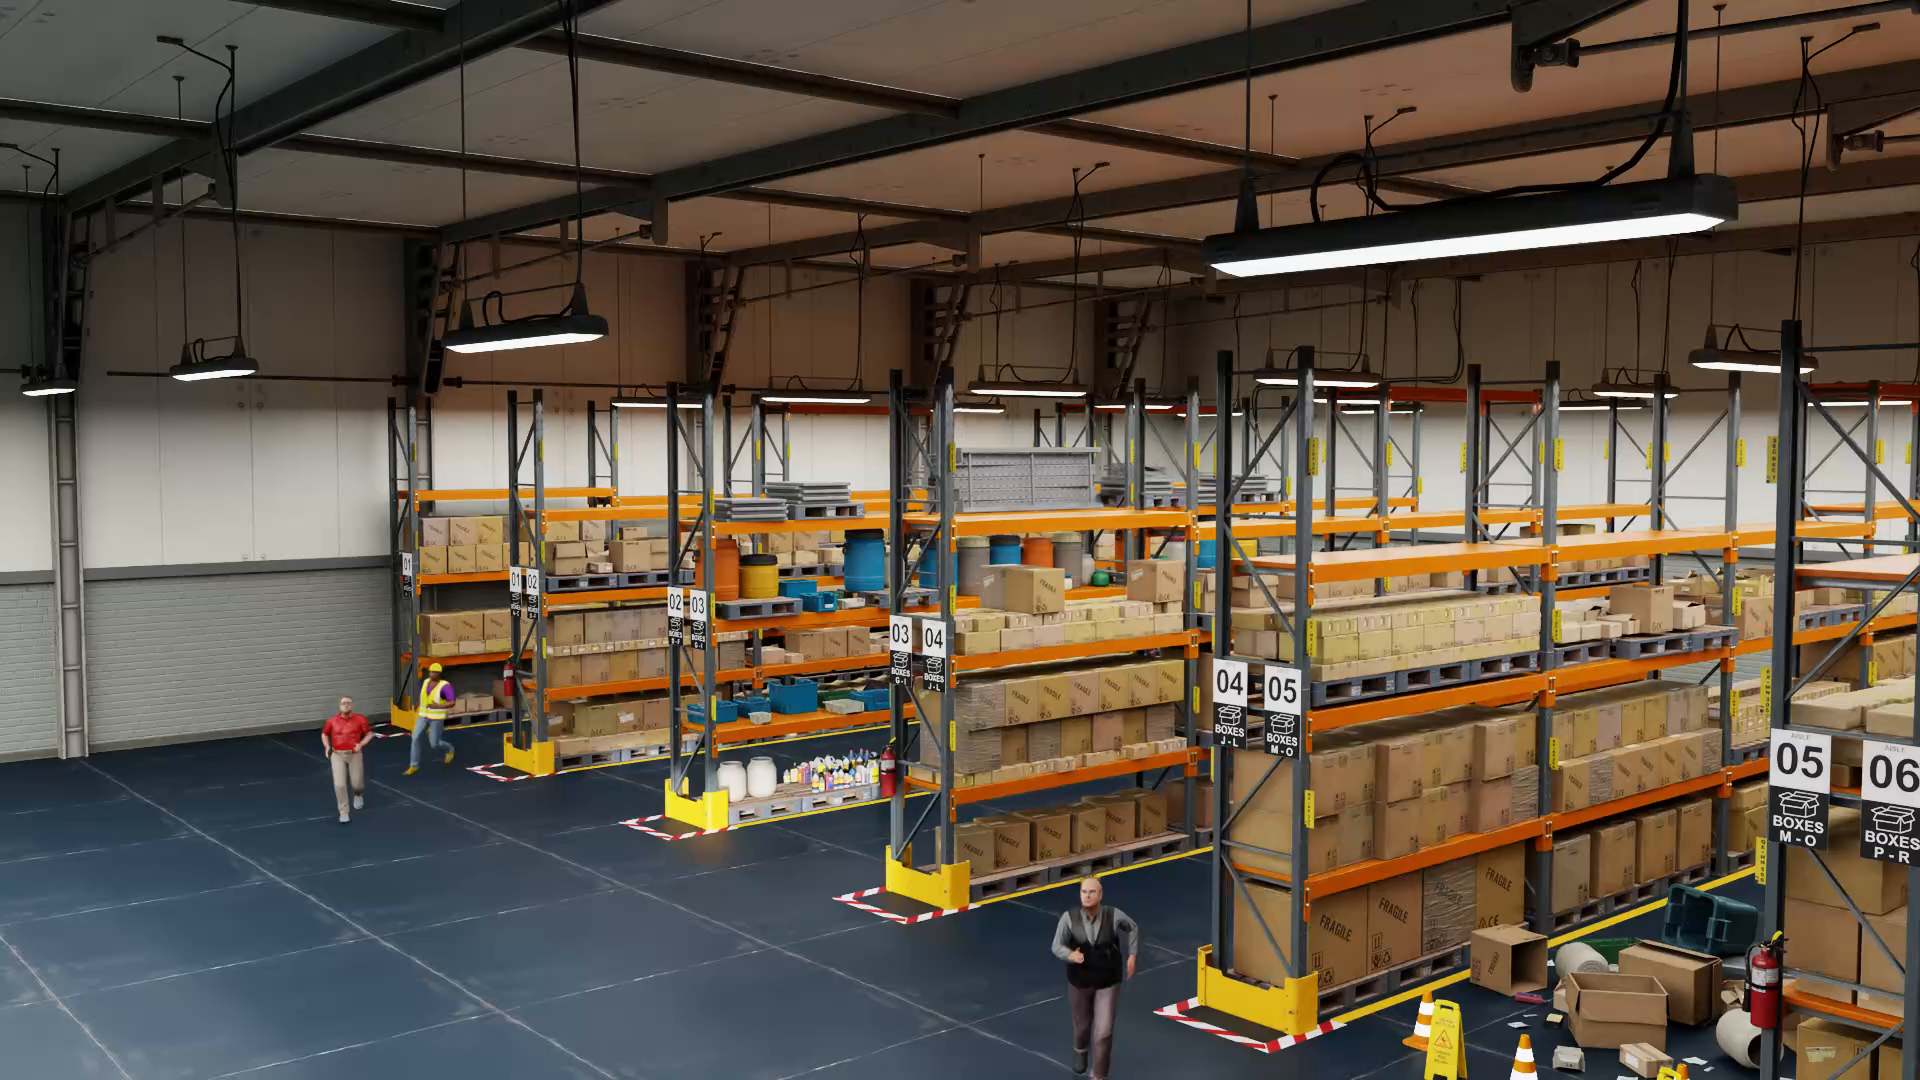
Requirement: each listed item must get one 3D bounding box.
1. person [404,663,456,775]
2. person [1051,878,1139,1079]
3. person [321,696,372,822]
[{"bbox_3d":[-8.279,2.795,26.188,0.731,1.728,0.855,1,3,17],"label":"person"},{"bbox_3d":[1.069,3.535,13.185,0.663,1.769,0.908,1,3,11],"label":"person"},{"bbox_3d":[-8.428,2.987,22.855,0.670,1.679,0.751,-1,3,-16],"label":"person"}]
